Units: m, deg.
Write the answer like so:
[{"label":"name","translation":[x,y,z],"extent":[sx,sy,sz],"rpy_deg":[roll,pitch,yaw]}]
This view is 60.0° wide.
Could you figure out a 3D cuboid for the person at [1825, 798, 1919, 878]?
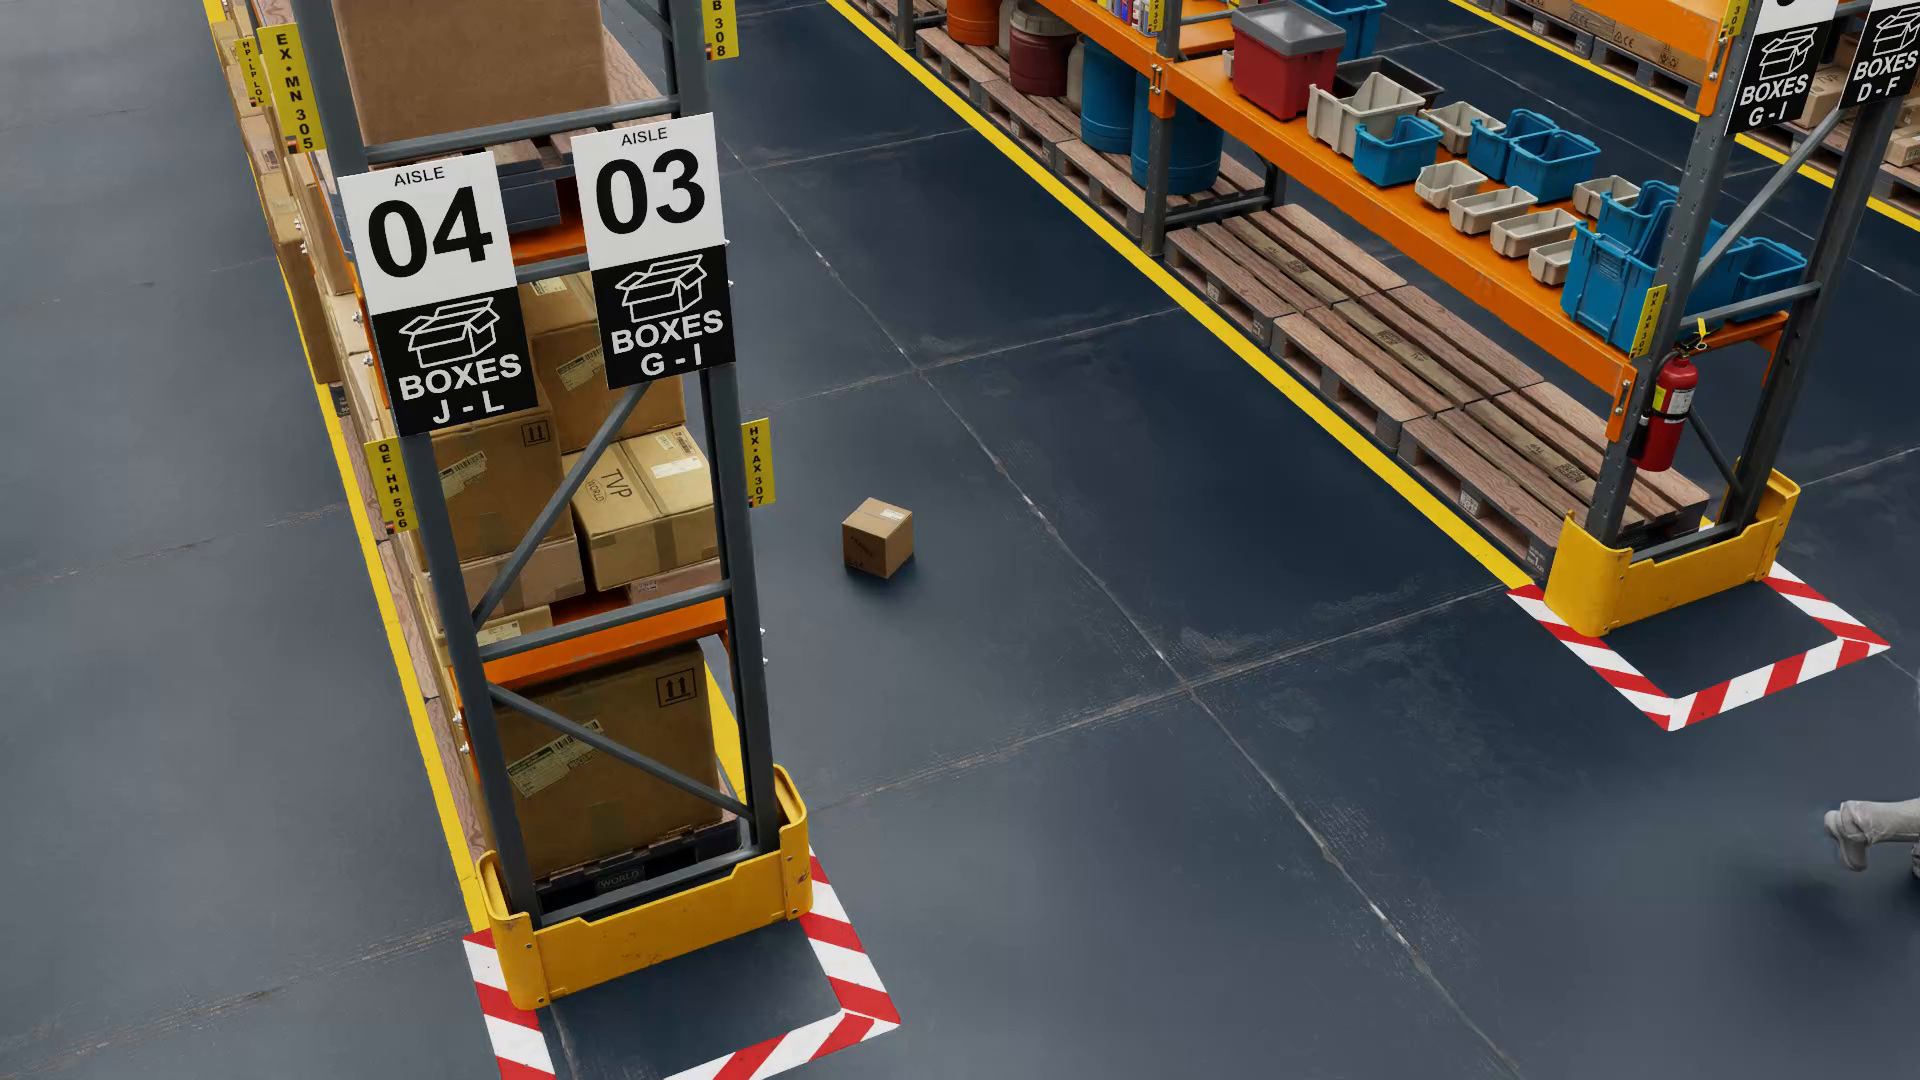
[{"label":"person","translation":[3.681,0.613,5.998],"extent":[0.696,1.756,0.542],"rpy_deg":[13,39,17]}]
